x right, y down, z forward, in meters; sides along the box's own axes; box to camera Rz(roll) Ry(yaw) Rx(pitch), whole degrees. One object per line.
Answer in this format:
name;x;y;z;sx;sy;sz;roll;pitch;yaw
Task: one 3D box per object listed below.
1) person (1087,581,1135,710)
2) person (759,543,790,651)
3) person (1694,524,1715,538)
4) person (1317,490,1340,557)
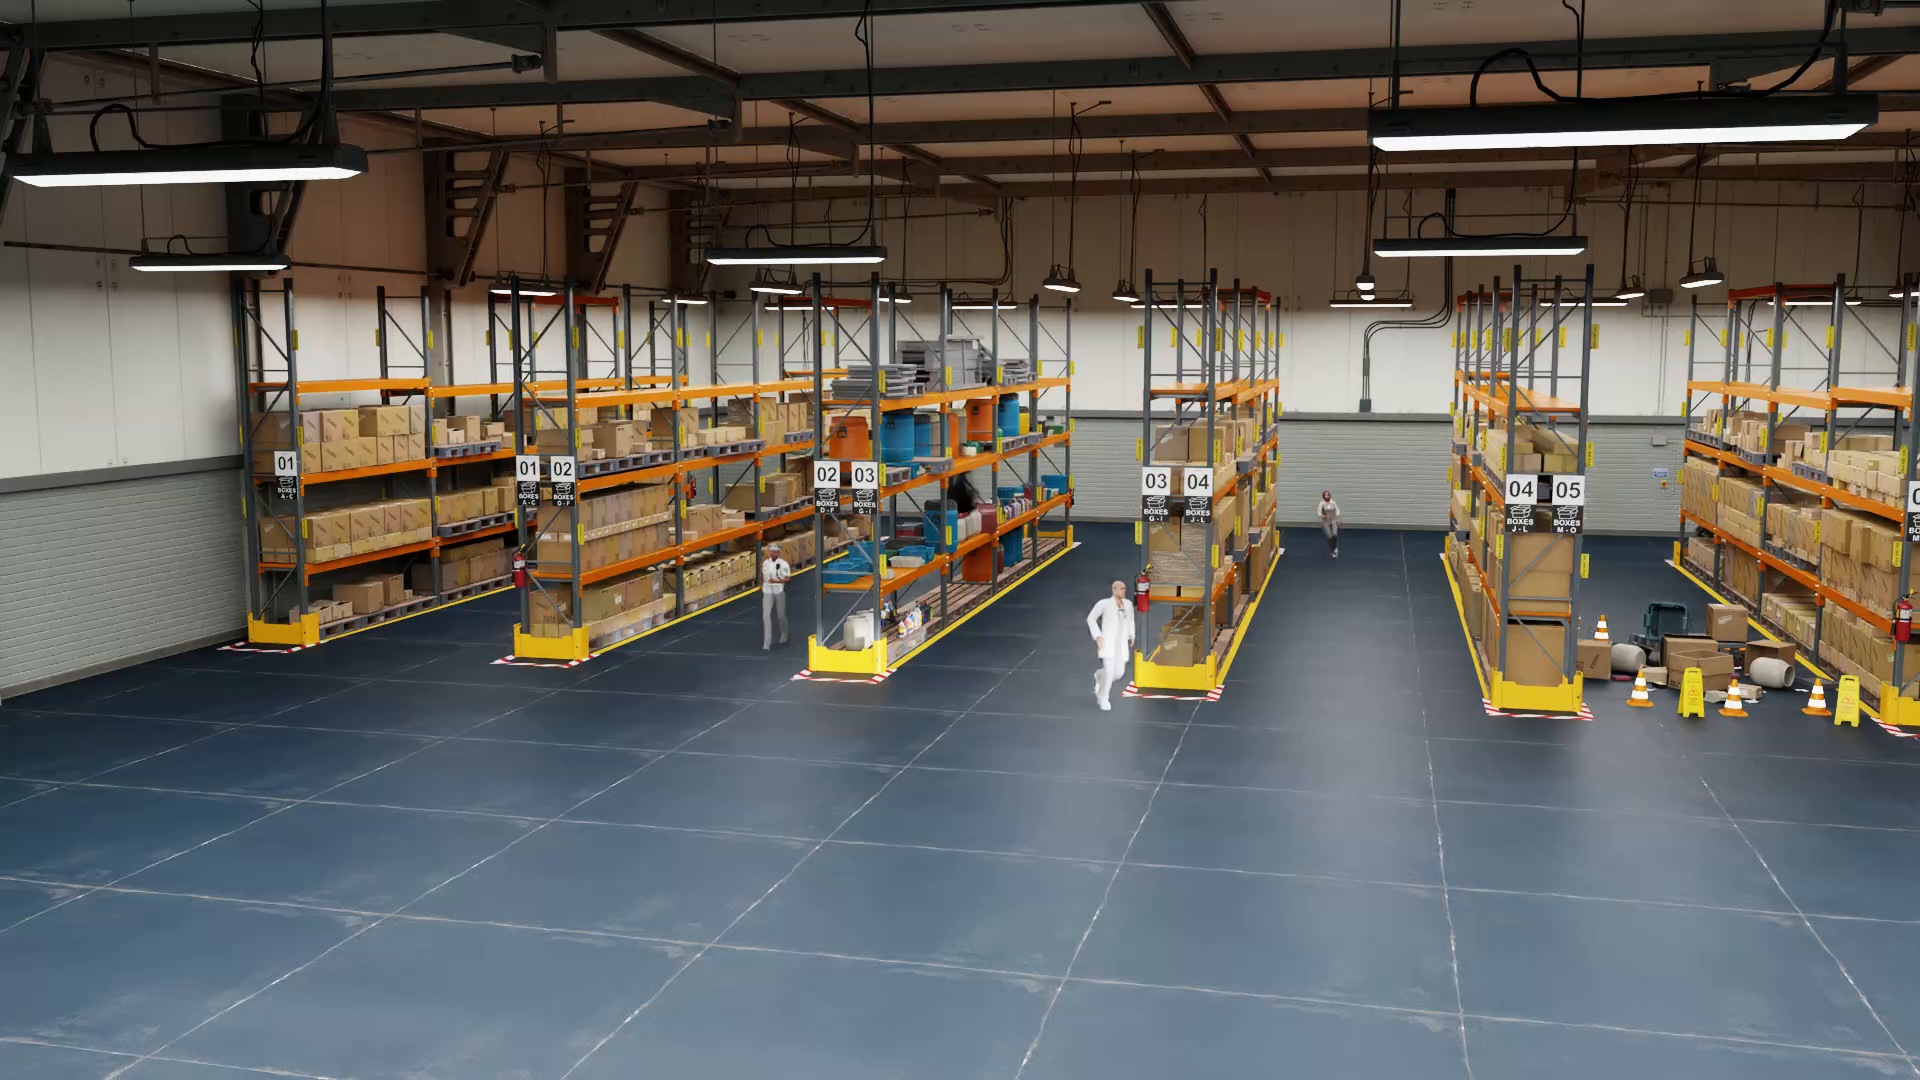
person;2.094;1.419;22.957;0.753;1.720;0.684;-3;8;-25
person;-3.029;0.901;27.234;0.561;1.744;0.787;1;7;9
person;17.077;-0.352;38.092;0.964;1.582;0.704;6;9;42
person;8.503;-0.366;38.354;0.529;1.545;0.549;1;7;5
